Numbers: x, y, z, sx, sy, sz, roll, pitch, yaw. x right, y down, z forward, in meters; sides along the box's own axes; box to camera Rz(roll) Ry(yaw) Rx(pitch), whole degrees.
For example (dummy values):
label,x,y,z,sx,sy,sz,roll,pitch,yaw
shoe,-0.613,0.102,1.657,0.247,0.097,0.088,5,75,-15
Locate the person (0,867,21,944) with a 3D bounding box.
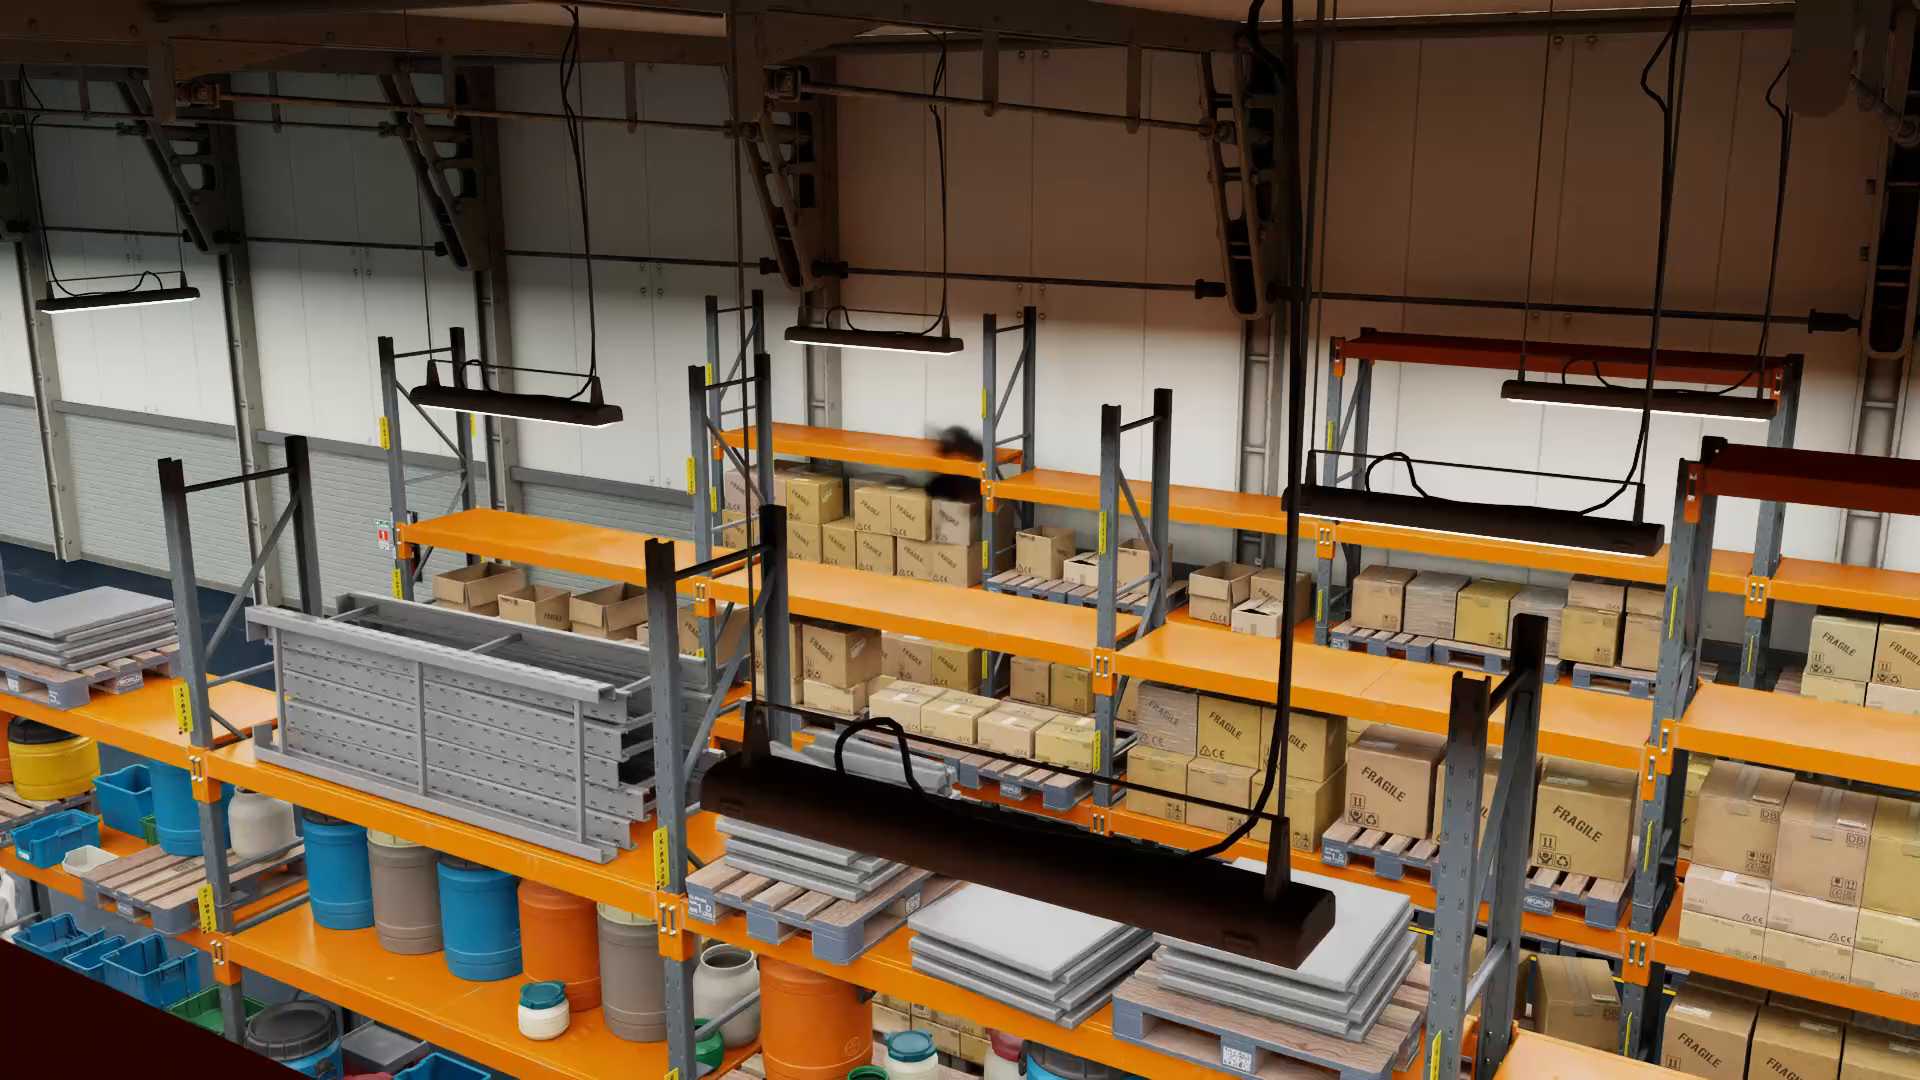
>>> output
label,x,y,z,sx,sy,sz,roll,pitch,yaw
person,-8.781,3.622,15.060,0.539,1.700,0.684,-7,15,-26
